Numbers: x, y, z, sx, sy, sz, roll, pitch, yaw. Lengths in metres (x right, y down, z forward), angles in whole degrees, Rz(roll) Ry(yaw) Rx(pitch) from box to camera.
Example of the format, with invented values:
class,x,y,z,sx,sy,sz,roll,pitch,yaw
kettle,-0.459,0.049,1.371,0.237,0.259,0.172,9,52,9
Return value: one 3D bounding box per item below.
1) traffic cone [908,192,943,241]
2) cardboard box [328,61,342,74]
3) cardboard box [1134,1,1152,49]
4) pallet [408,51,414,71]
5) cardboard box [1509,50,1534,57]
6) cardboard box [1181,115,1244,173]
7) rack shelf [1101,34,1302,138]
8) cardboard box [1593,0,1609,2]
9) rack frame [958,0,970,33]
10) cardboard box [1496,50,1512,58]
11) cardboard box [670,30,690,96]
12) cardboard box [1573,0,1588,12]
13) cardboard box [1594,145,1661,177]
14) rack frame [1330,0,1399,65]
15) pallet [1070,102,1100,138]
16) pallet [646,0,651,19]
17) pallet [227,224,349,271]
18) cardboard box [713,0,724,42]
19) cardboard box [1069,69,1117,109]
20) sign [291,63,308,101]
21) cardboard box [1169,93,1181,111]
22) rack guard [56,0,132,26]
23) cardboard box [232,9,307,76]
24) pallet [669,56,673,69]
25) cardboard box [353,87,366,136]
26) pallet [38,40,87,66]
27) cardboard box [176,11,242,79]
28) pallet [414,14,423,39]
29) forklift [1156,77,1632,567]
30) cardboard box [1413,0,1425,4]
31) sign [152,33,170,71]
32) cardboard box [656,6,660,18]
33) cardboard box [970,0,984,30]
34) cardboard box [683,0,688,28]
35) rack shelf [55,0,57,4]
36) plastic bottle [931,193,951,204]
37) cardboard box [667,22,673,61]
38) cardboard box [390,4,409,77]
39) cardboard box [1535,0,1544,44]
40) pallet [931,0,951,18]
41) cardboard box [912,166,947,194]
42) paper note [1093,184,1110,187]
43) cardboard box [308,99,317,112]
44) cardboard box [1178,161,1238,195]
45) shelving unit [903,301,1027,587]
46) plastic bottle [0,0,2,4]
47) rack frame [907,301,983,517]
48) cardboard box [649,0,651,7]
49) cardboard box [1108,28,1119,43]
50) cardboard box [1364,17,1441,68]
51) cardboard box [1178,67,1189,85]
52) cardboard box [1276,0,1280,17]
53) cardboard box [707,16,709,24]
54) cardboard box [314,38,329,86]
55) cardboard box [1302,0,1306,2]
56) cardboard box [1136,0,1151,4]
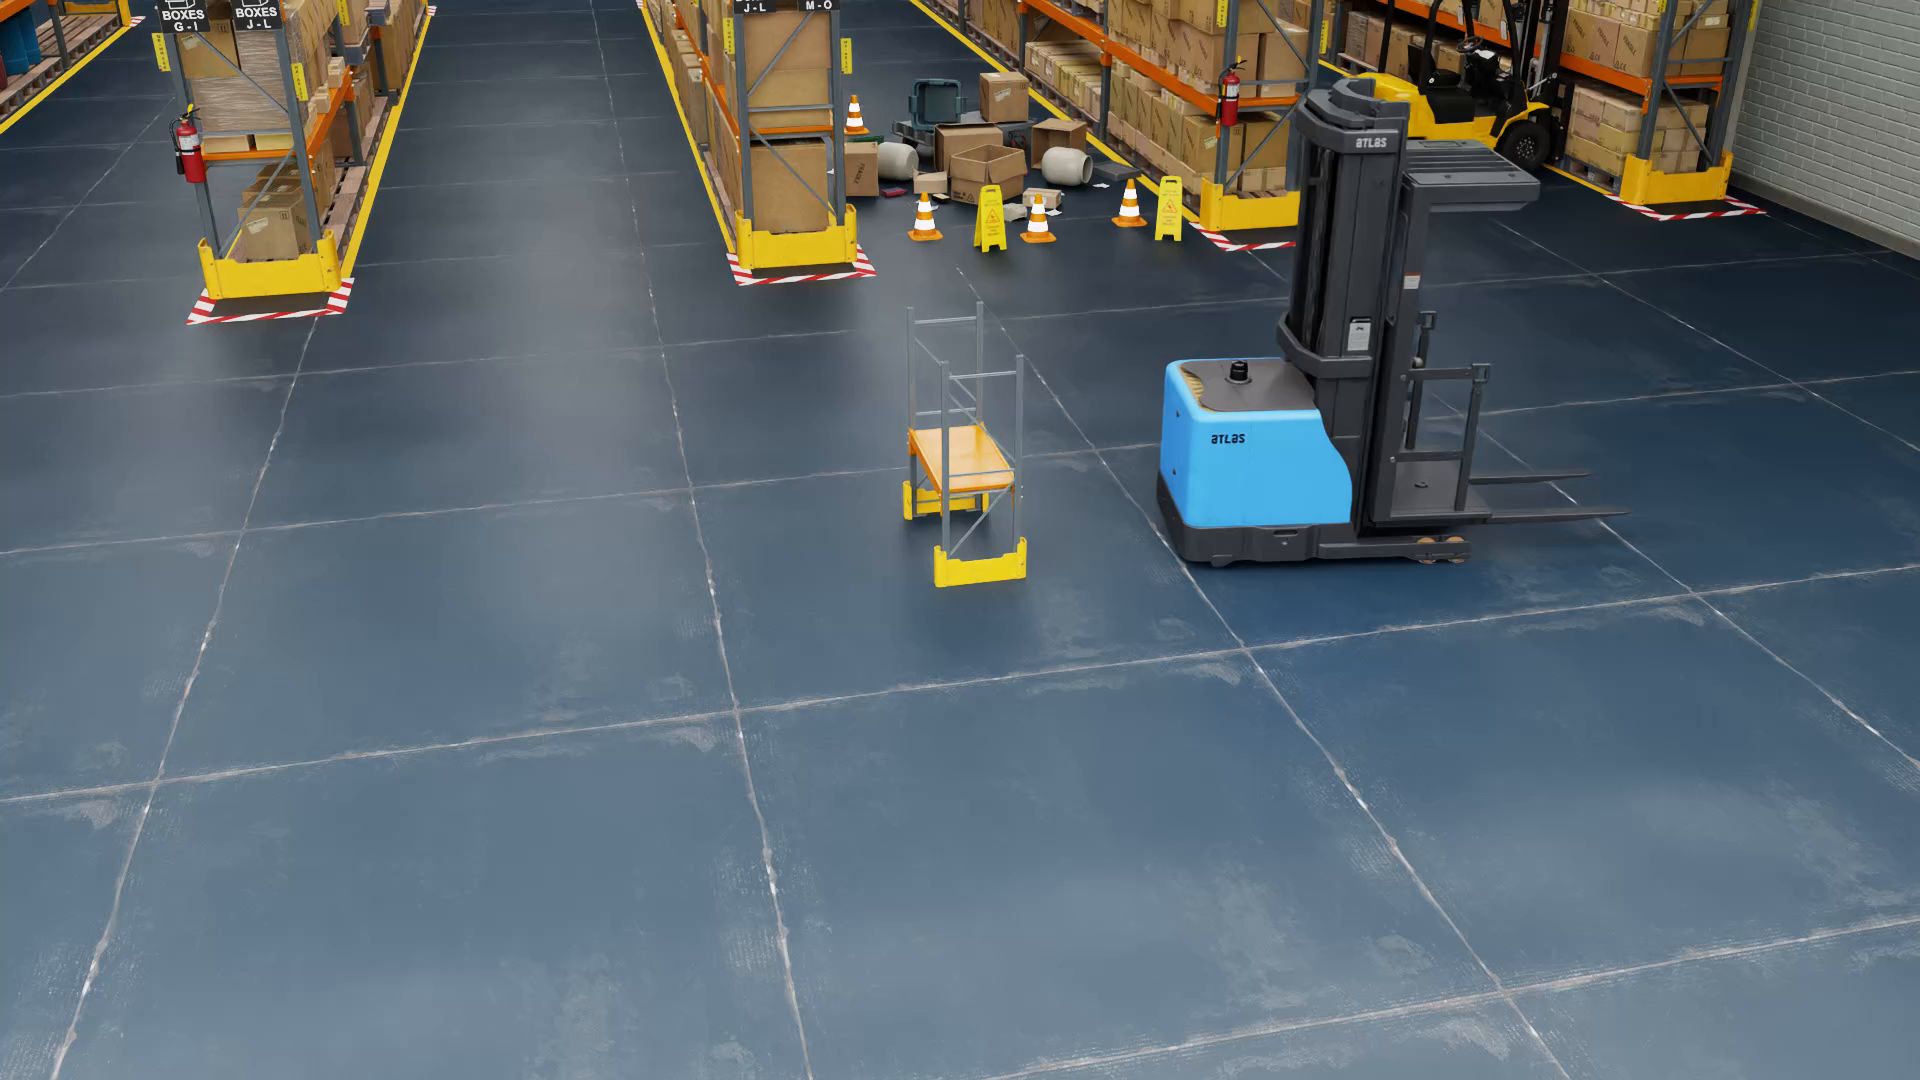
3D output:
class,x,y,z,sx,sy,sz,roll,pitch,yaw
traffic cone,-0.364,-3.390,17.299,0.336,0.463,0.334,-6,27,-12
cardboard box,-7.003,-5.154,18.258,0.380,0.149,0.250,-6,27,-12
cardboard box,2.334,-5.964,19.143,0.500,0.500,0.500,-6,27,-12
pallet,-8.940,-7.378,25.479,1.003,0.211,1.213,-6,27,-12
cardboard box,7.405,-6.163,21.455,0.500,0.250,0.500,-5,27,-11
cardboard box,2.737,-4.312,18.063,0.500,0.500,0.500,-6,27,-11
rack shelf,2.721,-5.249,18.965,1.077,0.370,4.000,-6,27,-12
cardboard box,7.399,-6.238,18.965,0.380,0.149,0.250,-5,27,-10
rack frame,0.467,-9.960,27.500,1.000,3.000,0.127,-6,27,-12
cardboard box,6.909,-6.116,21.360,0.500,0.250,0.500,-6,27,-12
cardboard box,-3.382,-6.563,22.802,1.050,0.750,0.750,-6,27,-12
cardboard box,7.343,-6.216,19.252,0.380,0.149,0.250,-6,27,-11
cardboard box,7.593,-4.332,18.935,0.500,0.250,0.500,-6,27,-11
rack frame,6.204,-8.710,25.023,1.000,3.000,0.127,-6,27,-12
pallet,2.093,-5.545,21.847,1.003,0.211,1.213,-6,27,-12
pallet,-5.068,-9.530,29.744,1.003,0.211,1.213,-6,27,-12
pallet,-6.649,-2.834,16.477,1.003,0.211,1.213,-6,27,-12
cardboard box,-2.128,-5.572,17.442,0.875,0.550,0.500,-6,27,-12
cardboard box,1.984,-6.007,22.120,0.950,0.372,0.625,-4,27,-8
sign,-5.955,-4.127,14.984,0.100,0.325,0.005,-6,27,-12
cardboard box,2.535,-4.866,18.442,0.380,0.149,0.250,-5,27,-11
rack guard,-14.933,-9.100,28.571,1.175,0.500,0.348,-6,27,-12
cardboard box,-6.342,-4.578,15.288,0.500,0.500,0.500,-6,27,-12
pallet,-3.877,-7.290,25.305,1.003,0.211,1.213,-6,27,-12
cardboard box,-7.718,-5.251,20.456,0.700,0.500,0.500,-8,28,-16
pallet,-14.217,-7.525,25.770,1.003,0.211,1.213,-6,27,-12
cardboard box,-6.848,-4.526,15.183,0.500,0.500,0.500,-6,27,-12
pallet,-9.561,-8.587,27.875,1.003,0.211,1.213,-6,27,-12
forklift,2.900,-1.390,10.597,3.031,2.935,1.130,-2,27,-4
cardboard box,6.536,-7.522,22.838,0.500,0.250,0.500,-6,27,-11
sign,-7.029,-4.296,14.643,0.100,0.325,0.005,-6,27,-12
cardboard box,-4.786,-8.684,27.340,0.380,0.149,0.250,-7,28,-14
cardboard box,0.685,-8.935,27.361,0.875,0.875,0.875,-5,27,-10
cardboard box,-3.252,-6.814,21.156,0.500,0.500,0.500,-6,27,-12
rack shelf,-14.464,-9.007,26.412,1.077,0.370,4.000,-6,27,-12
plastic bottle,-0.228,-3.827,18.611,0.133,0.061,0.283,-16,31,-29
cardboard box,-4.083,-7.450,24.835,0.500,0.500,0.500,-7,28,-14
cardboard box,-8.615,-7.134,23.793,1.225,0.875,0.875,-6,27,-11
cardboard box,7.200,-6.328,20.193,0.500,0.500,0.500,-6,27,-12
pallet,0.094,-9.593,29.869,1.003,0.211,1.213,-6,27,-12
cardboard box,-0.348,-4.113,18.950,0.396,0.266,0.258,-1,27,-3
paper note,1.636,-4.090,19.166,0.142,0.019,0.148,-16,31,-29
cardboard box,-6.604,-4.271,16.508,0.380,0.149,0.250,-6,27,-12
cardboard box,2.722,-3.990,18.258,0.500,0.250,0.500,-6,27,-12
shelving unit,0.017,-0.636,10.692,0.587,1.500,1.083,-6,27,-12
plastic bottle,-13.207,-7.471,22.707,0.152,0.276,0.135,-6,27,-12
rack frame,-0.095,-0.855,11.126,0.500,1.500,0.032,-6,27,-12
cardboard box,-5.276,-9.483,29.253,0.380,0.149,0.250,-6,27,-11
cardboard box,2.029,-6.165,20.260,0.380,0.149,0.250,-6,27,-12
cardboard box,6.486,-7.276,24.352,0.875,0.625,0.625,-5,27,-10
cardboard box,2.589,-5.047,18.045,0.380,0.149,0.250,-5,27,-11
cardboard box,5.430,-8.850,27.609,0.500,0.500,0.500,-7,28,-13
cardboard box,-2.435,-5.807,19.106,0.875,0.550,0.550,-6,27,-12
cardboard box,-7.054,-4.983,17.198,0.875,0.500,0.500,-6,27,-12
cardboard box,5.666,-8.728,26.649,0.380,0.149,0.250,-6,27,-12
cardboard box,2.339,-6.407,18.910,0.700,0.500,0.500,-7,28,-13
